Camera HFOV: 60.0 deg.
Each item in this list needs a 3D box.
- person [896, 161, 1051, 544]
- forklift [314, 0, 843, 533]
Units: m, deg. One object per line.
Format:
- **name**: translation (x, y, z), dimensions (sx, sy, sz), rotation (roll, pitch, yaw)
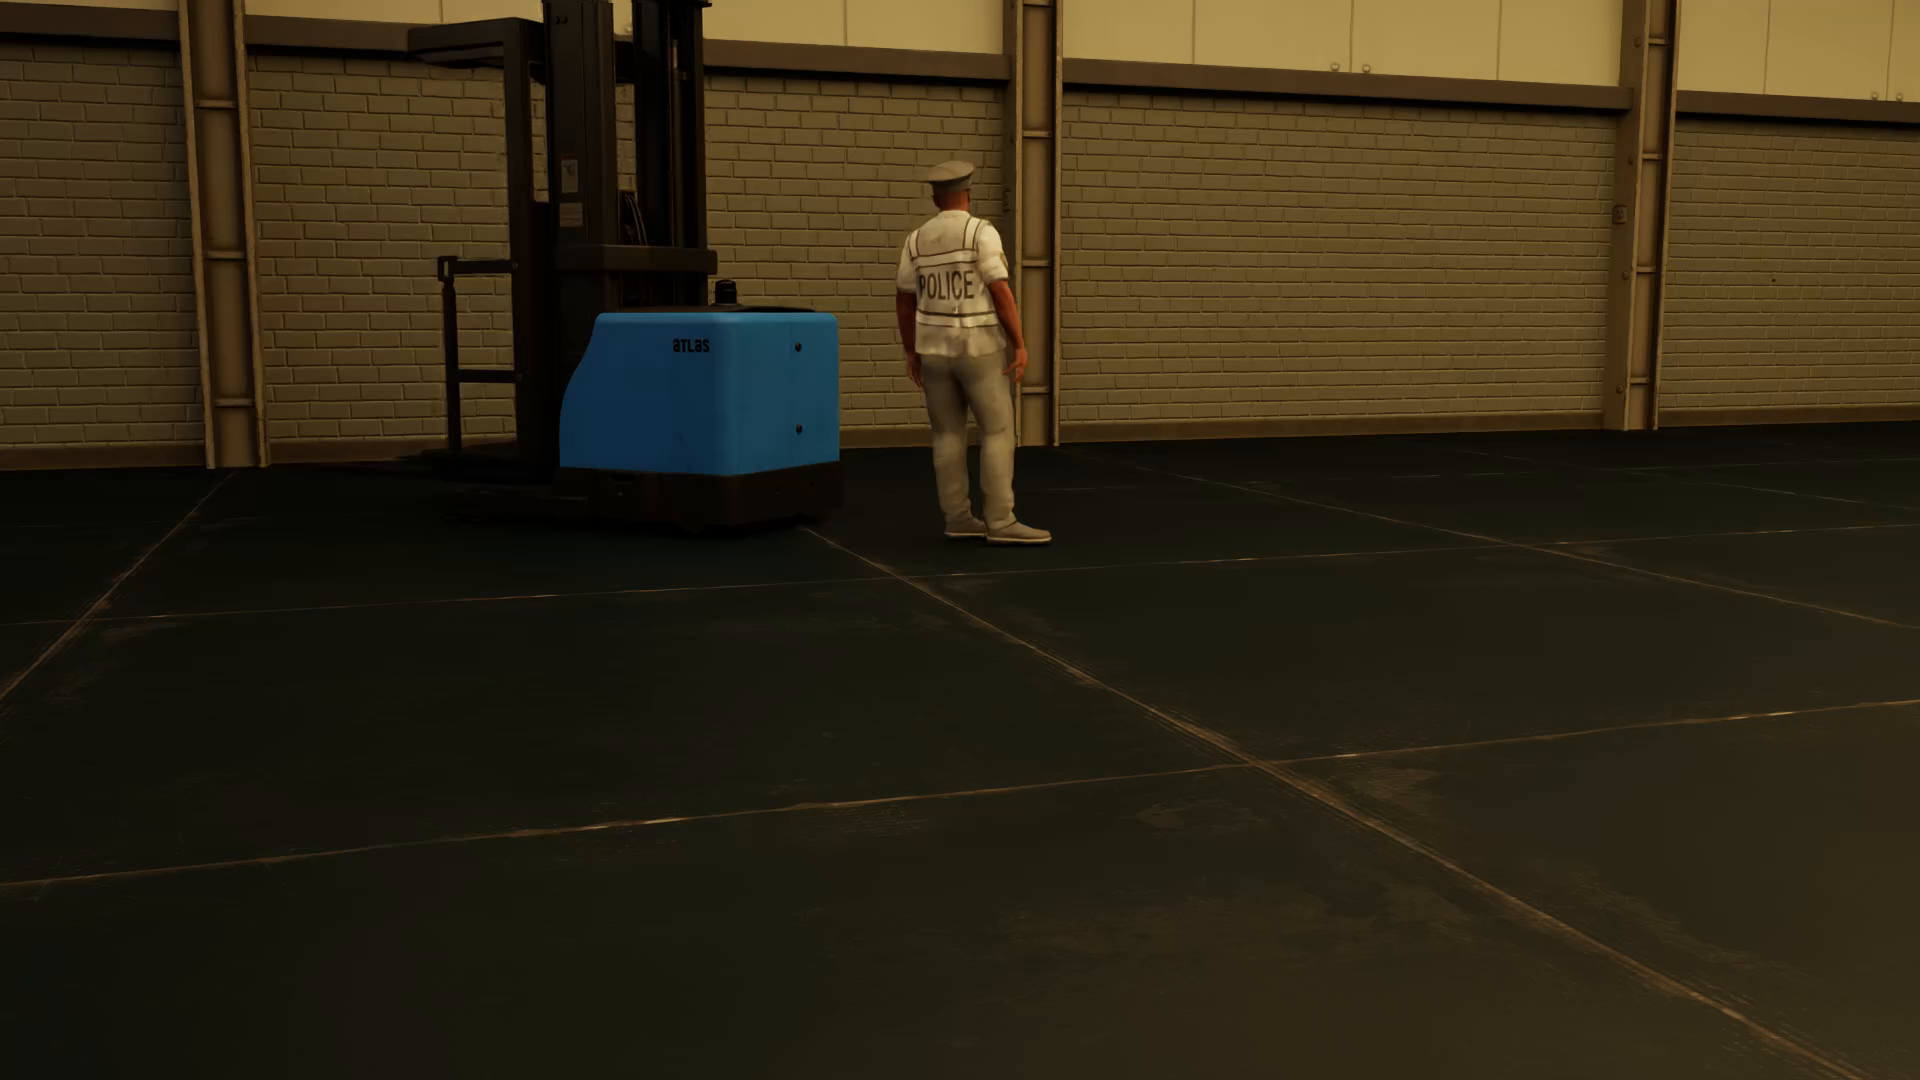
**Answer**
- **person**: translation (0.056, -0.881, 7.818), dimensions (0.748, 1.781, 0.428), rotation (4, 9, 26)
- **forklift**: translation (-2.158, -1.600, 8.809), dimensions (3.031, 2.935, 1.130), rotation (4, 9, 28)
